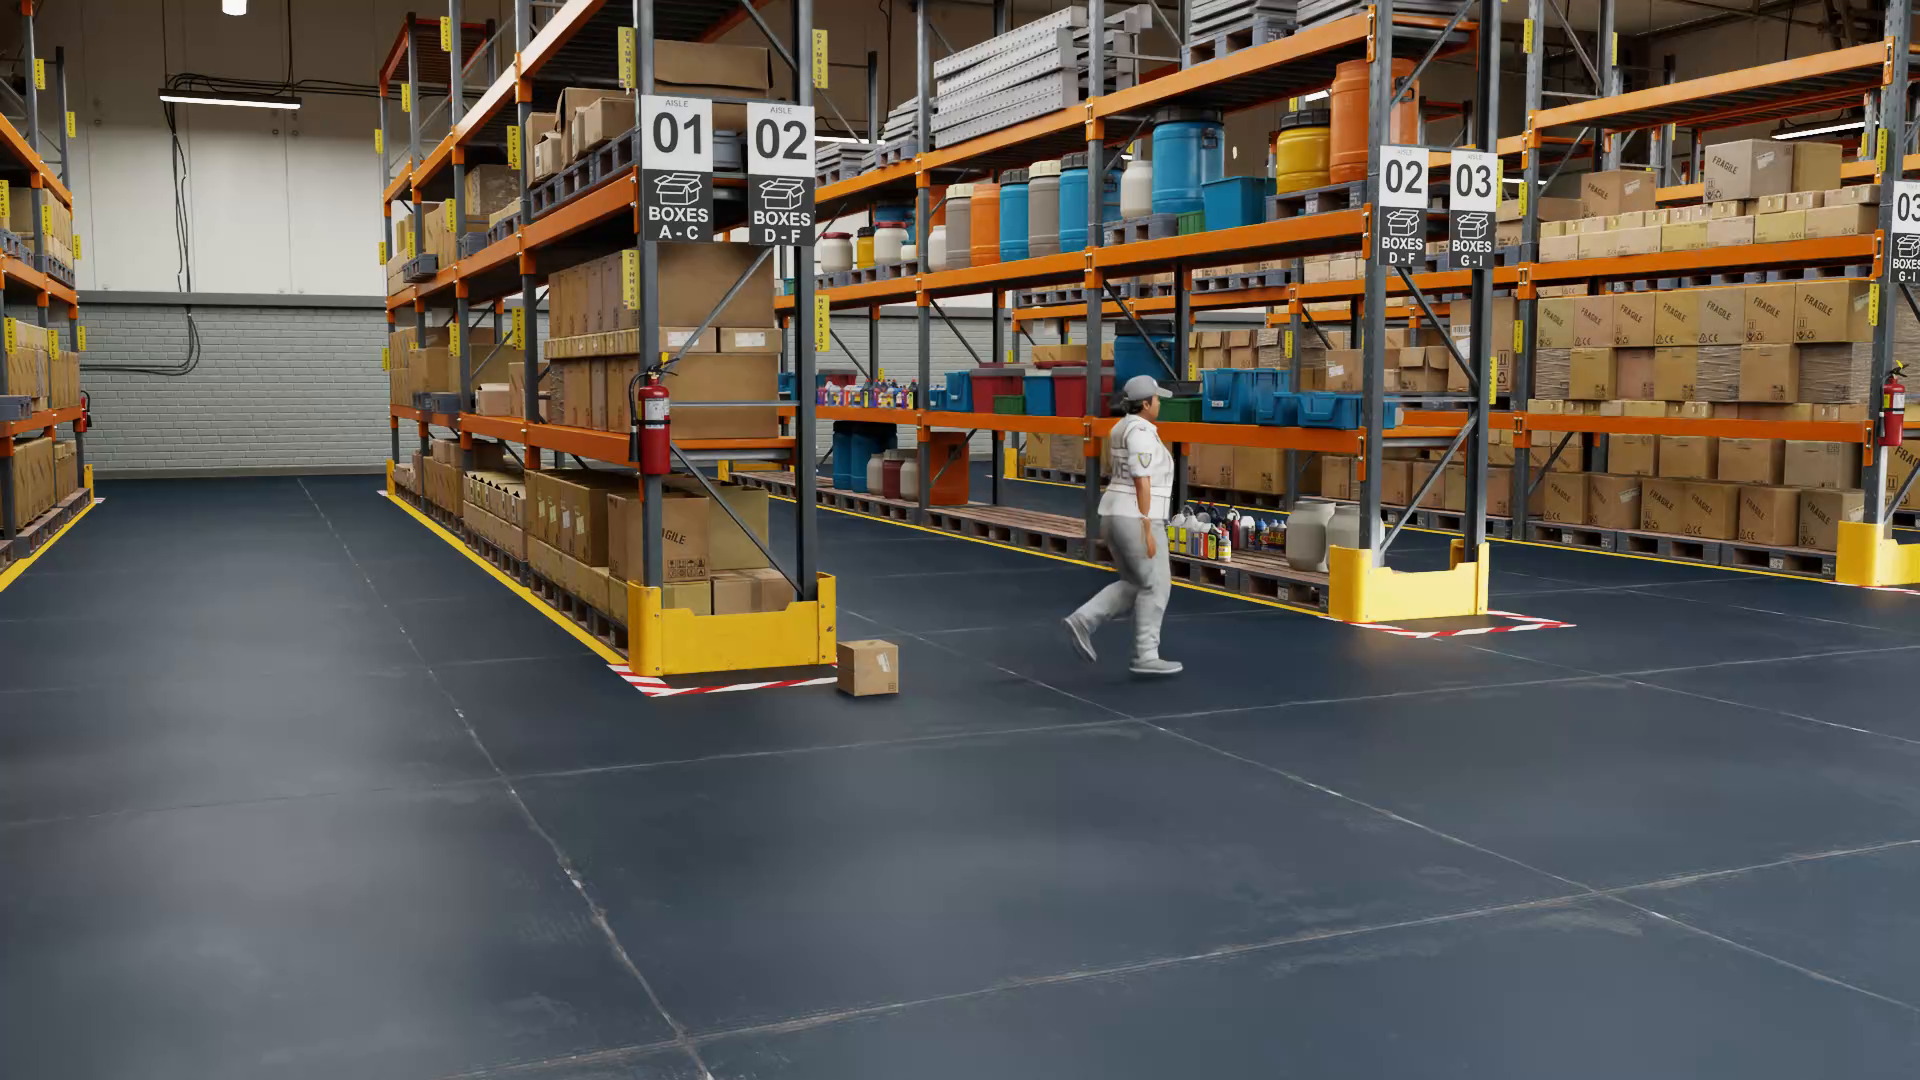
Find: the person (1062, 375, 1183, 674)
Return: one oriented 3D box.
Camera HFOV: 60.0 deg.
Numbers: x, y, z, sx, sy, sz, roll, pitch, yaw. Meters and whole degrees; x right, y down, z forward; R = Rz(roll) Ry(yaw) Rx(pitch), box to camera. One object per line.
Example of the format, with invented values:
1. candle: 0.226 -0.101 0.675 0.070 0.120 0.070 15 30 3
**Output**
1. person: 0.916 -0.084 9.177 0.626 1.644 0.487 -1 6 -12
